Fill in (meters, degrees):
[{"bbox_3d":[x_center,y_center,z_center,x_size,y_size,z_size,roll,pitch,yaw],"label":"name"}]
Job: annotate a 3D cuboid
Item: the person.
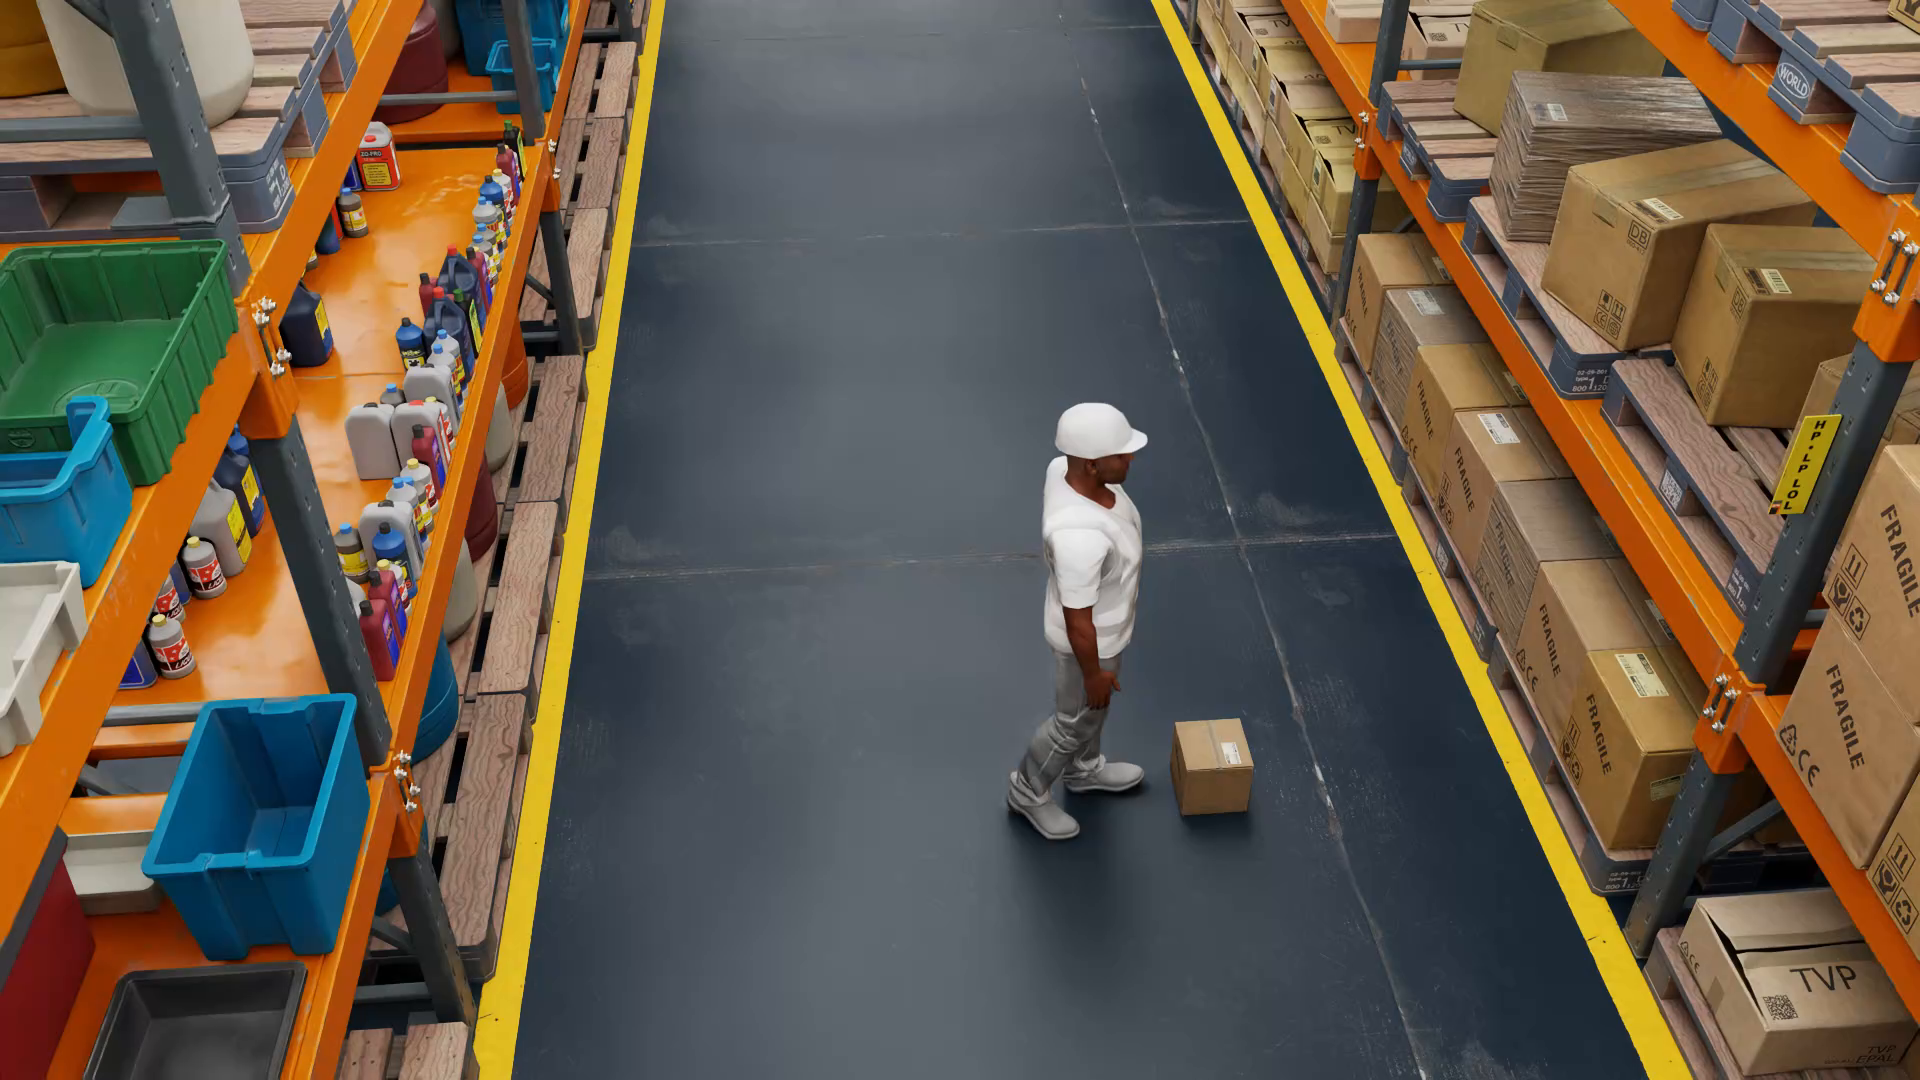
[{"bbox_3d":[0.439,0.291,5.762,0.513,1.769,0.601,4,39,5],"label":"person"}]
